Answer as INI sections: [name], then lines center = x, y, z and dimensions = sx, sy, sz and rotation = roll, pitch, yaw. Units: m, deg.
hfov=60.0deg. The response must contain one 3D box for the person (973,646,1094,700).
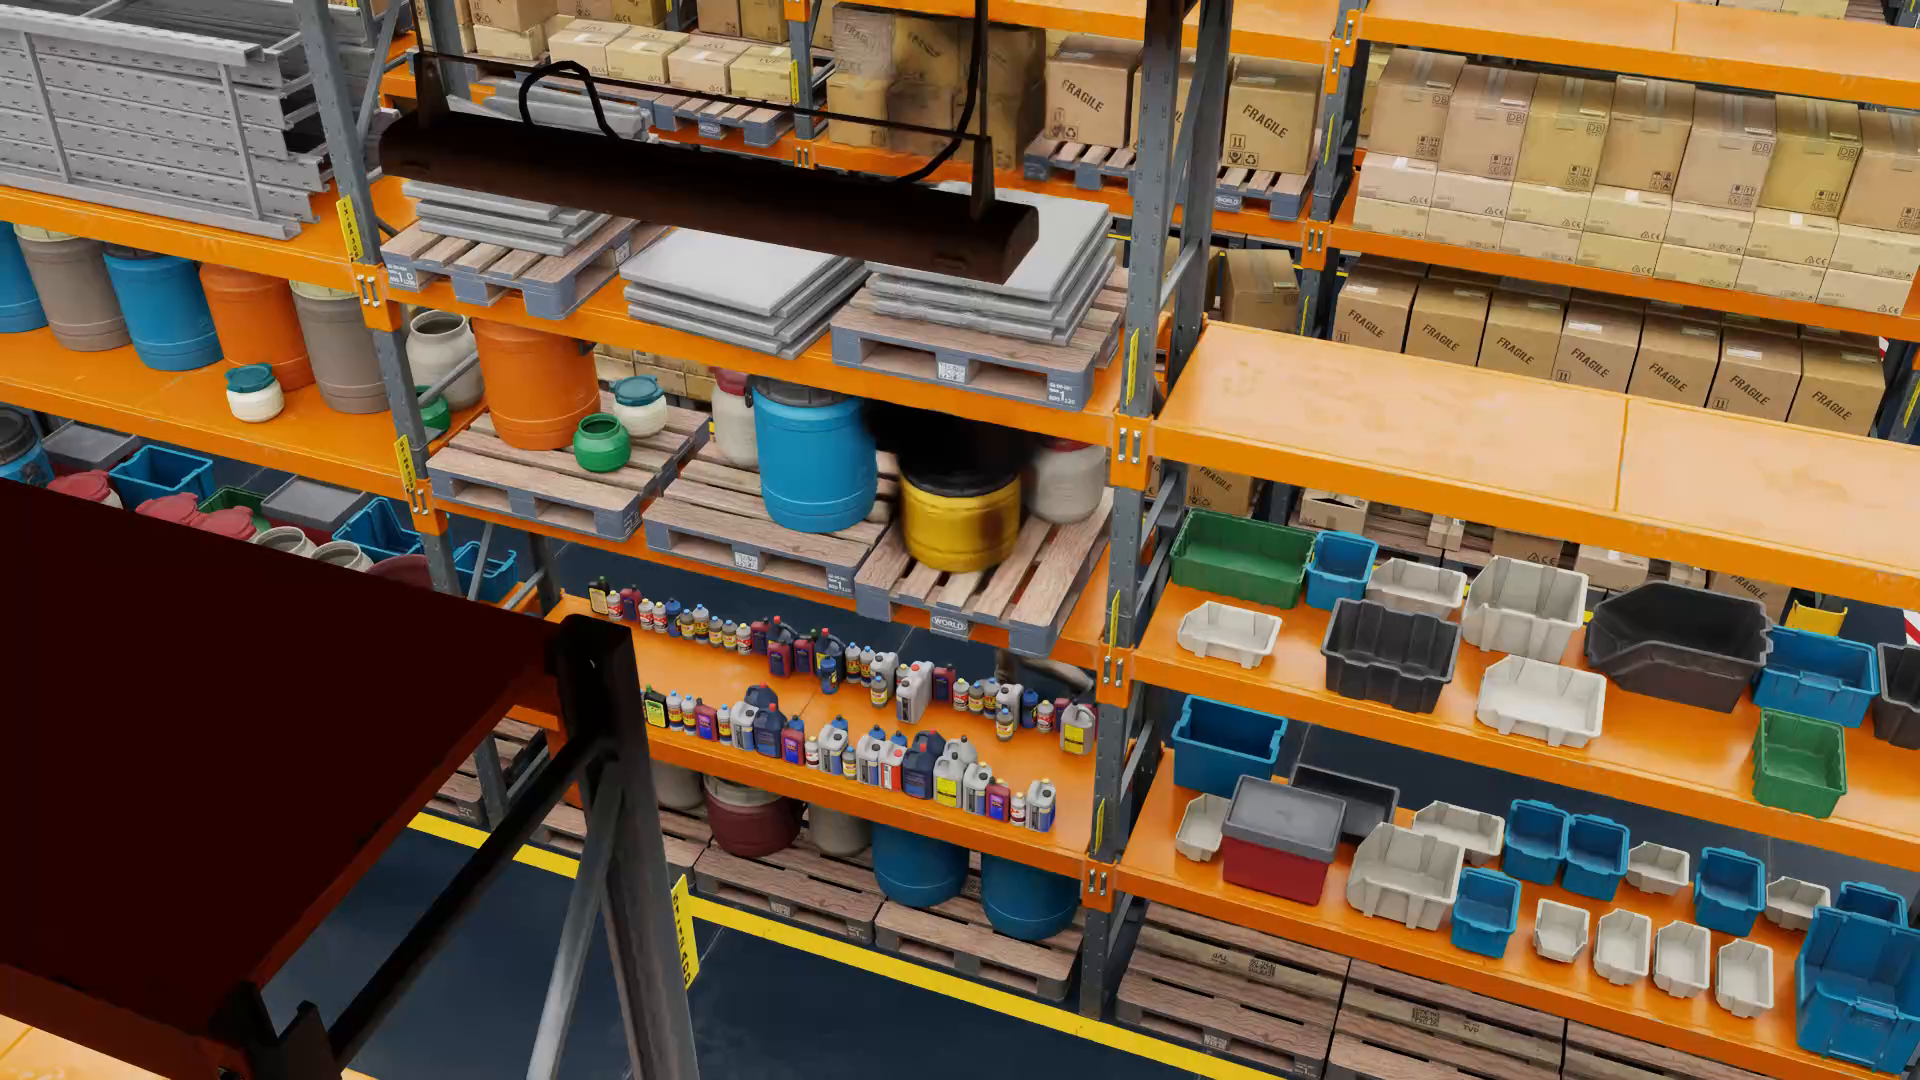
[person]
center = 0.509, 0.451, 11.374
dimensions = 0.874, 1.717, 0.645
rotation = 10, 38, 13
